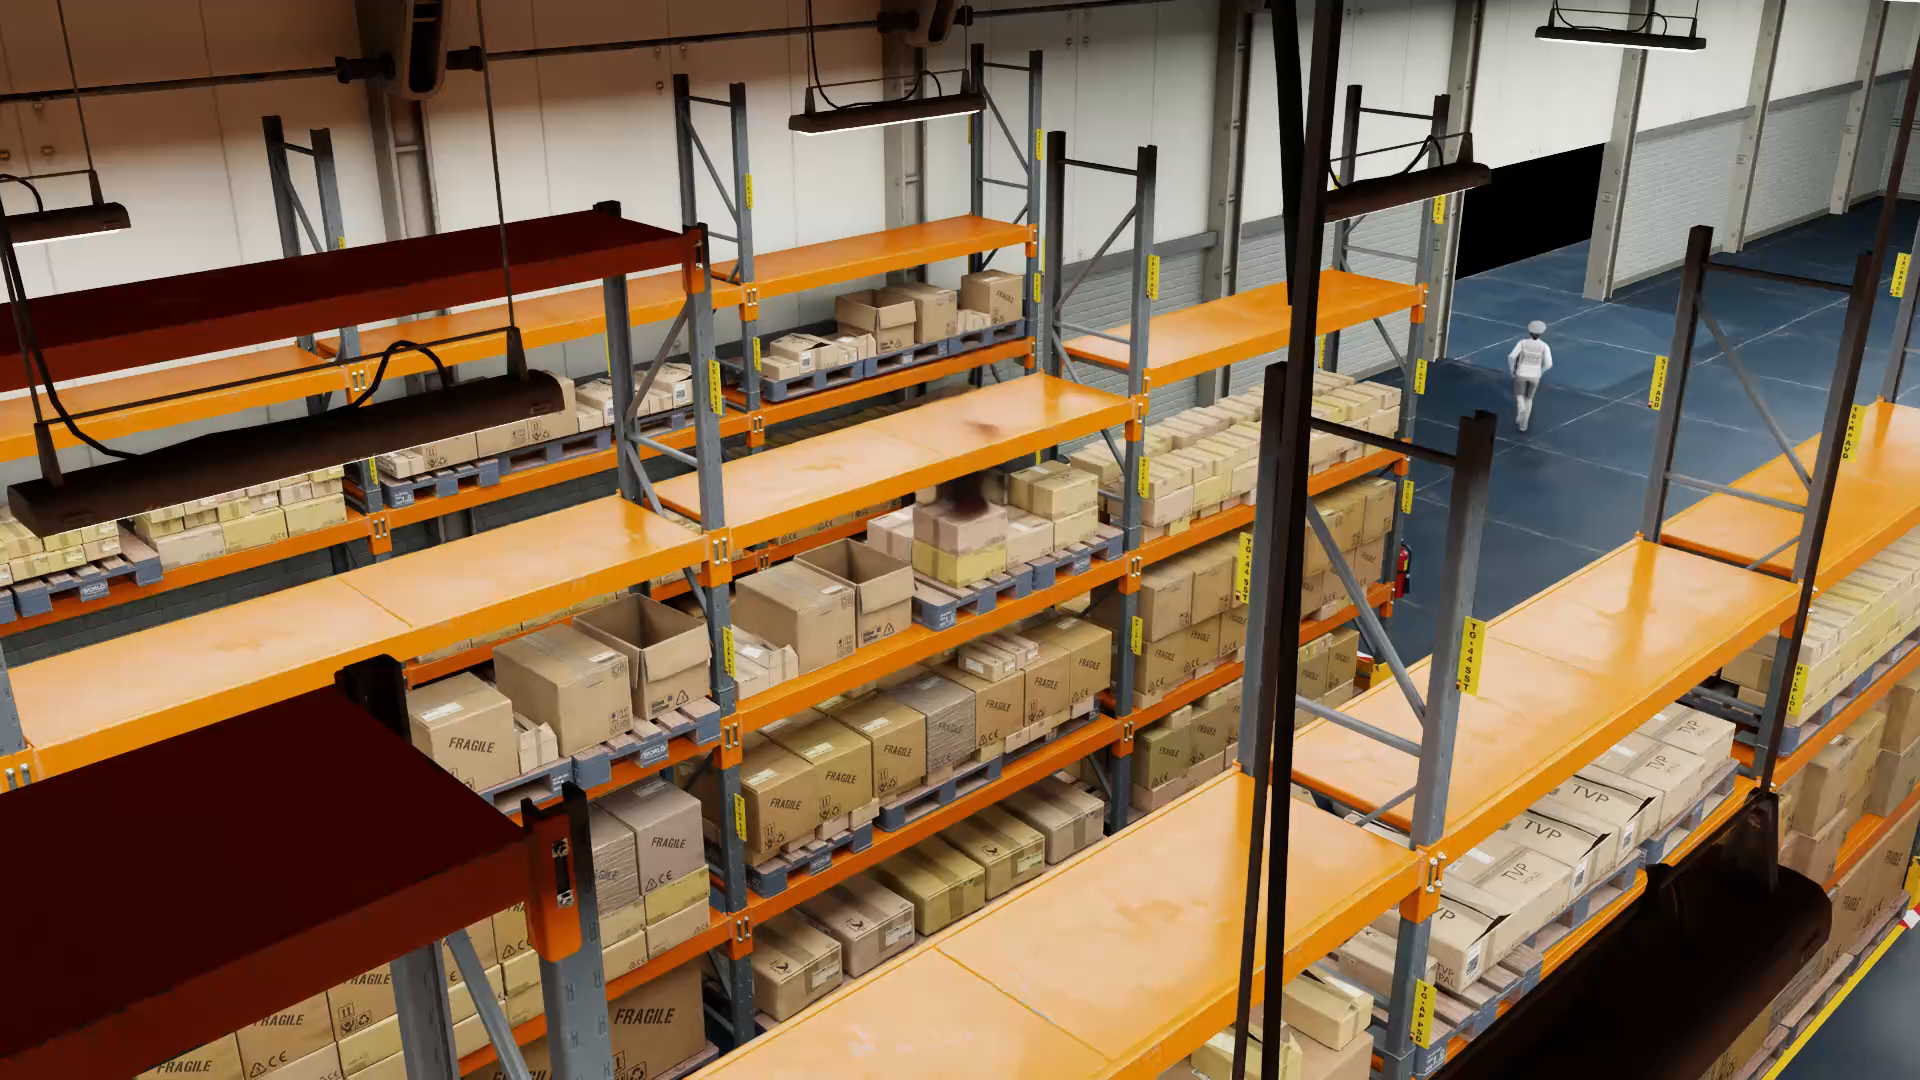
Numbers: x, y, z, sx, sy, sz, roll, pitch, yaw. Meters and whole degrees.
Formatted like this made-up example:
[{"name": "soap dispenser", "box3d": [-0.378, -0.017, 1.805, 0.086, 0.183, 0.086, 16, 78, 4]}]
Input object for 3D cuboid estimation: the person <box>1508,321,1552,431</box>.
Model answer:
[{"name": "person", "box3d": [8.366, -2.399, 24.514, 0.626, 1.670, 0.624, 7, 24, 17]}]
